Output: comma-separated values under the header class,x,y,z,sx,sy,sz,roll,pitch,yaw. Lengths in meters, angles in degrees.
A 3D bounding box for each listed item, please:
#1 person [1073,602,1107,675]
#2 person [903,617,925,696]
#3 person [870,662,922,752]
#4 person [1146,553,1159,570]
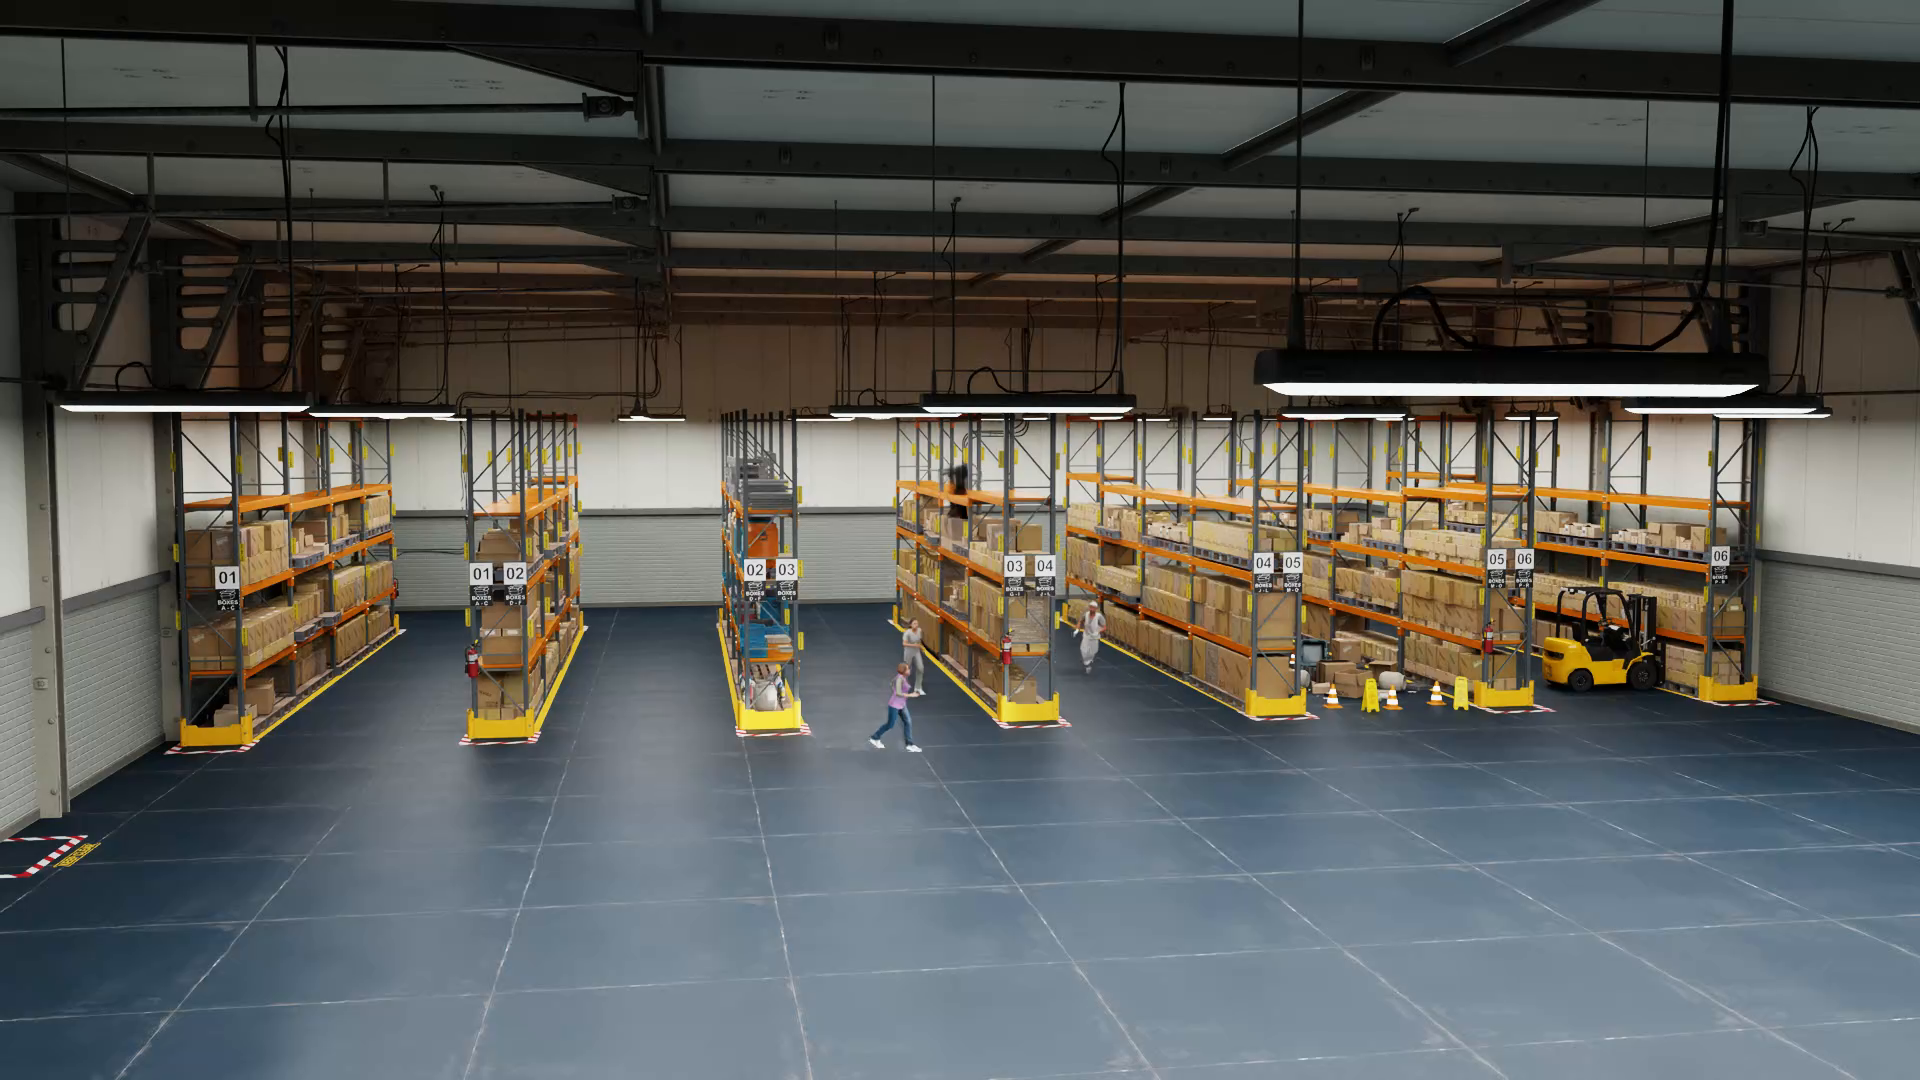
class,x,y,z,sx,sy,sz,roll,pitch,yaw
person,2.984,2.243,38.118,0.774,1.695,0.538,1,4,10
person,-1.023,2.444,35.328,0.567,1.643,0.955,-2,4,-26
person,-1.121,2.902,28.931,0.924,1.571,0.546,1,4,17
person,5.949,1.279,51.323,0.857,1.810,0.690,-2,4,-23
